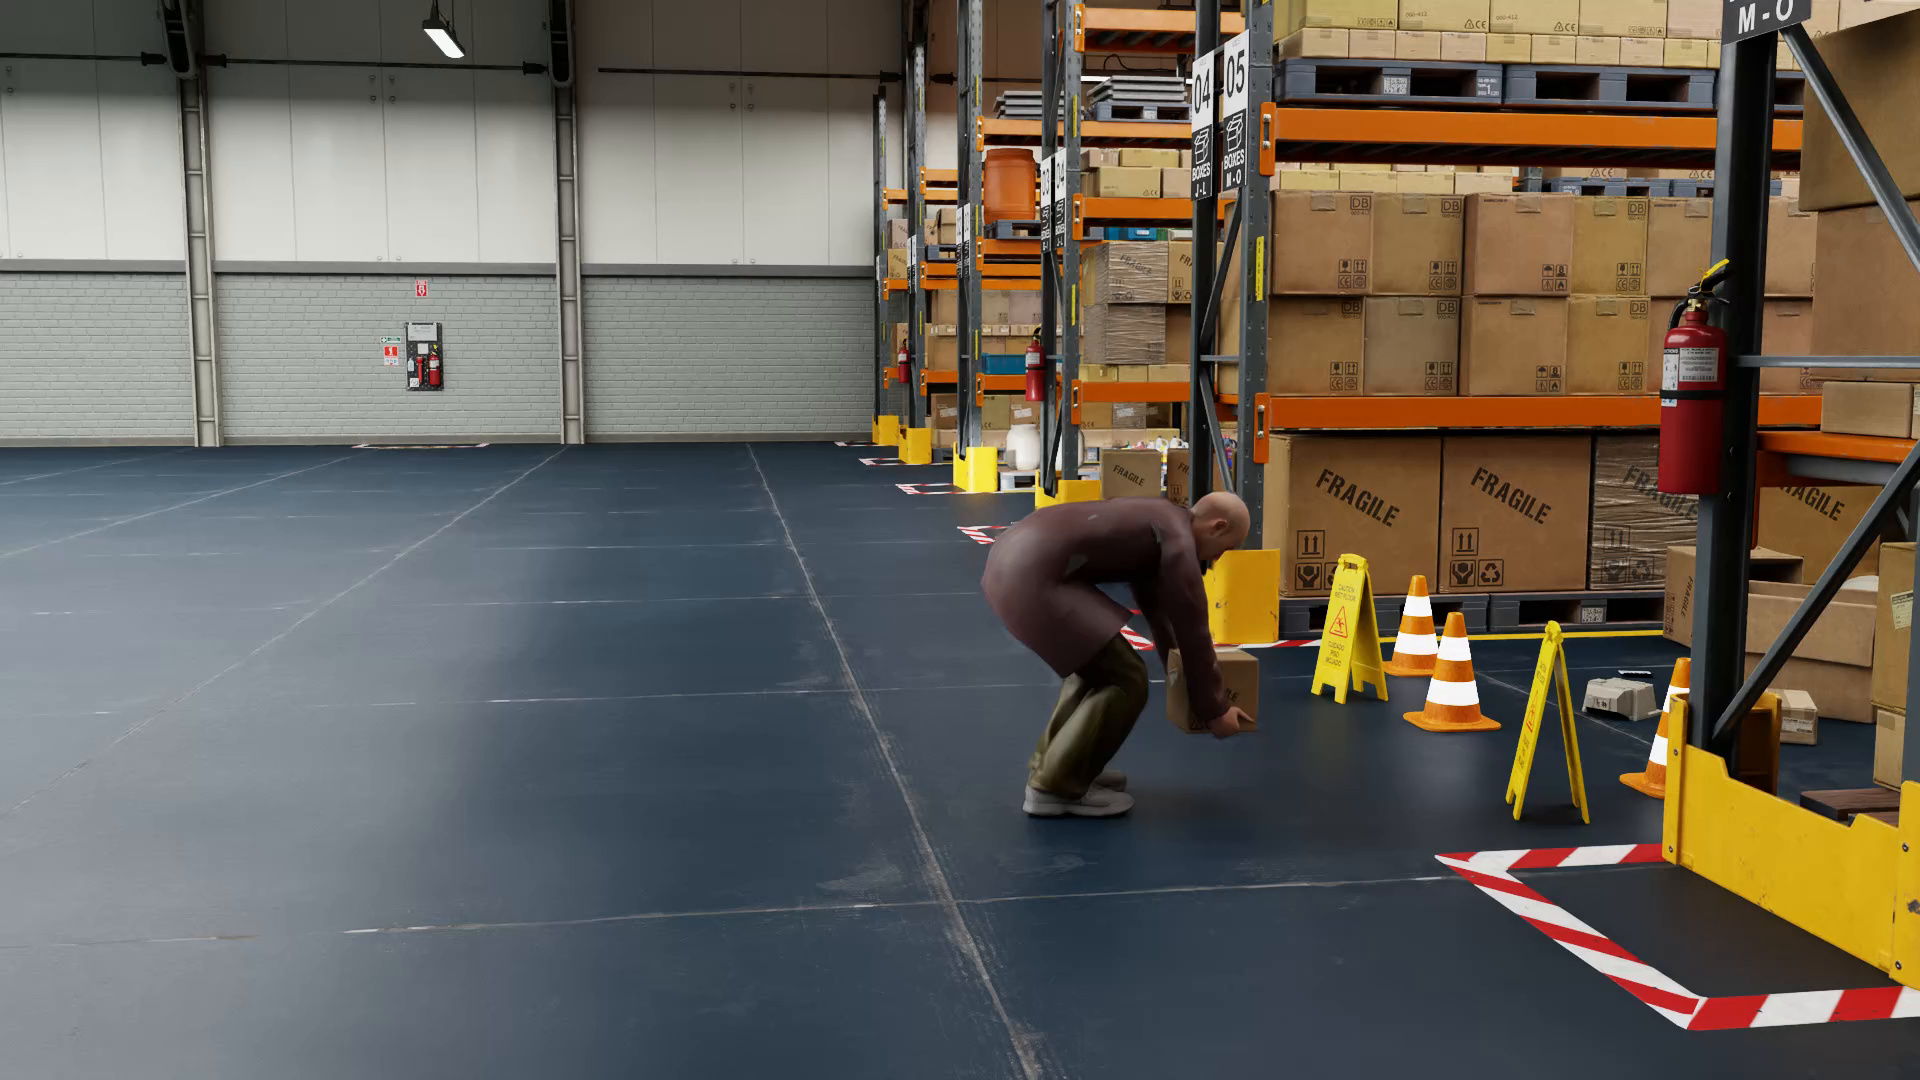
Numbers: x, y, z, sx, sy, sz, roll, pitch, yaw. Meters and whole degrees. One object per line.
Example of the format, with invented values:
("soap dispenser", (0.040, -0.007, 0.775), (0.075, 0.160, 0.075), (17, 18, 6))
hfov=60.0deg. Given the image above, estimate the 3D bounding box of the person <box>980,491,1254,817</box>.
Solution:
("person", (0.540, 0.376, 5.657), (0.941, 1.055, 0.584), (-1, 6, -11))
